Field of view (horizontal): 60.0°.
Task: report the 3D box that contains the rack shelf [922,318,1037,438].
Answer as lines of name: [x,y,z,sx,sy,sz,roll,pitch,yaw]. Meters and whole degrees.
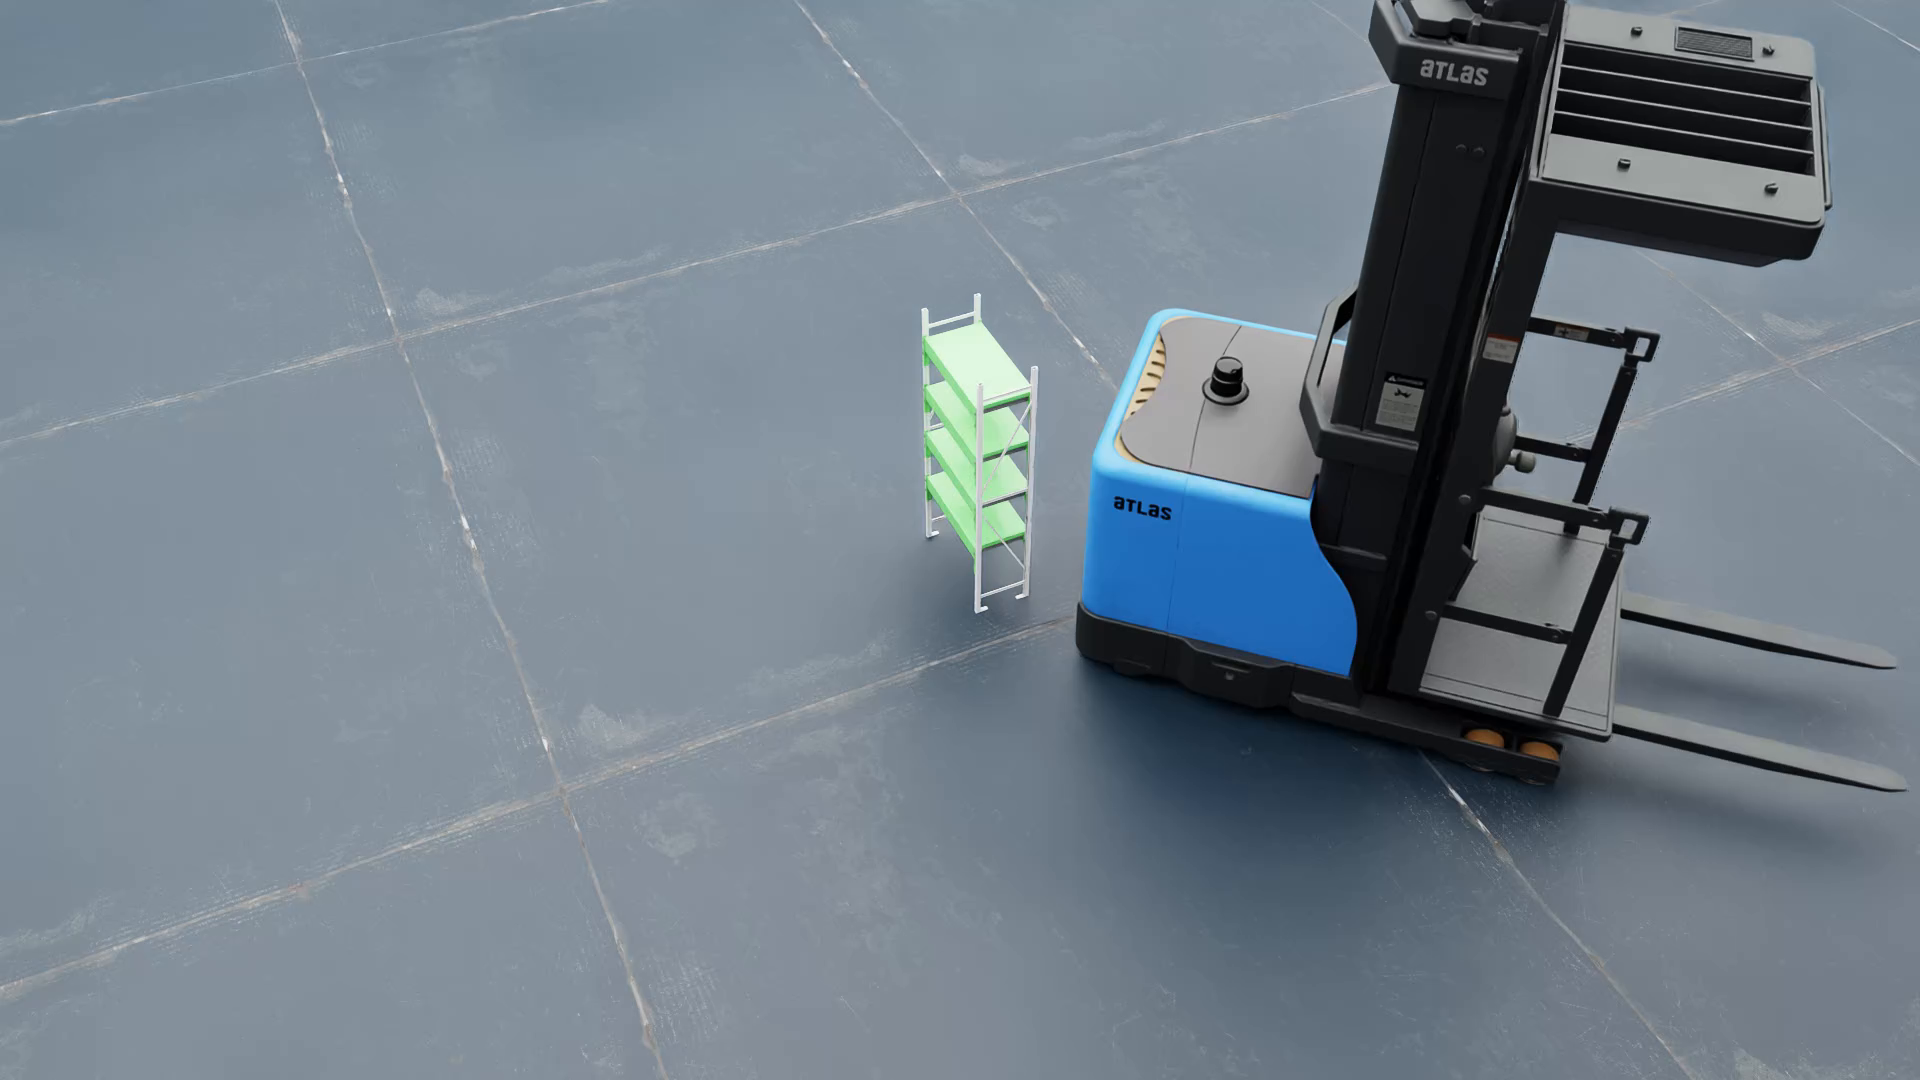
rack shelf: [0.070,-0.618,6.298,0.258,0.148,0.480,-18,47,-17]

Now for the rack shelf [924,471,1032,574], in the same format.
rack shelf: [0.070,-0.105,6.804,0.258,0.148,0.480,-18,47,-17]

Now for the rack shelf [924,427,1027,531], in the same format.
rack shelf: [0.070,-0.276,6.635,0.258,0.148,0.480,-18,47,-17]

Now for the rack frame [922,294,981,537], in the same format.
rack frame: [-0.033,-0.477,6.748,0.240,1.200,0.015,-18,47,-17]

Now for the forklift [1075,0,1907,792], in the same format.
forklift: [2.032,-0.555,5.595,3.031,2.935,1.130,13,46,13]

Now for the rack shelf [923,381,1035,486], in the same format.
rack shelf: [0.070,-0.447,6.467,0.258,0.148,0.480,-18,47,-17]

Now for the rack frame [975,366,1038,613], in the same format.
rack frame: [0.172,-0.166,6.433,0.240,1.200,0.015,-18,47,-17]

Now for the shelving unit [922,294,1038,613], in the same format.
shelving unit: [0.070,-0.322,6.591,0.258,1.200,0.503,-18,47,-17]
